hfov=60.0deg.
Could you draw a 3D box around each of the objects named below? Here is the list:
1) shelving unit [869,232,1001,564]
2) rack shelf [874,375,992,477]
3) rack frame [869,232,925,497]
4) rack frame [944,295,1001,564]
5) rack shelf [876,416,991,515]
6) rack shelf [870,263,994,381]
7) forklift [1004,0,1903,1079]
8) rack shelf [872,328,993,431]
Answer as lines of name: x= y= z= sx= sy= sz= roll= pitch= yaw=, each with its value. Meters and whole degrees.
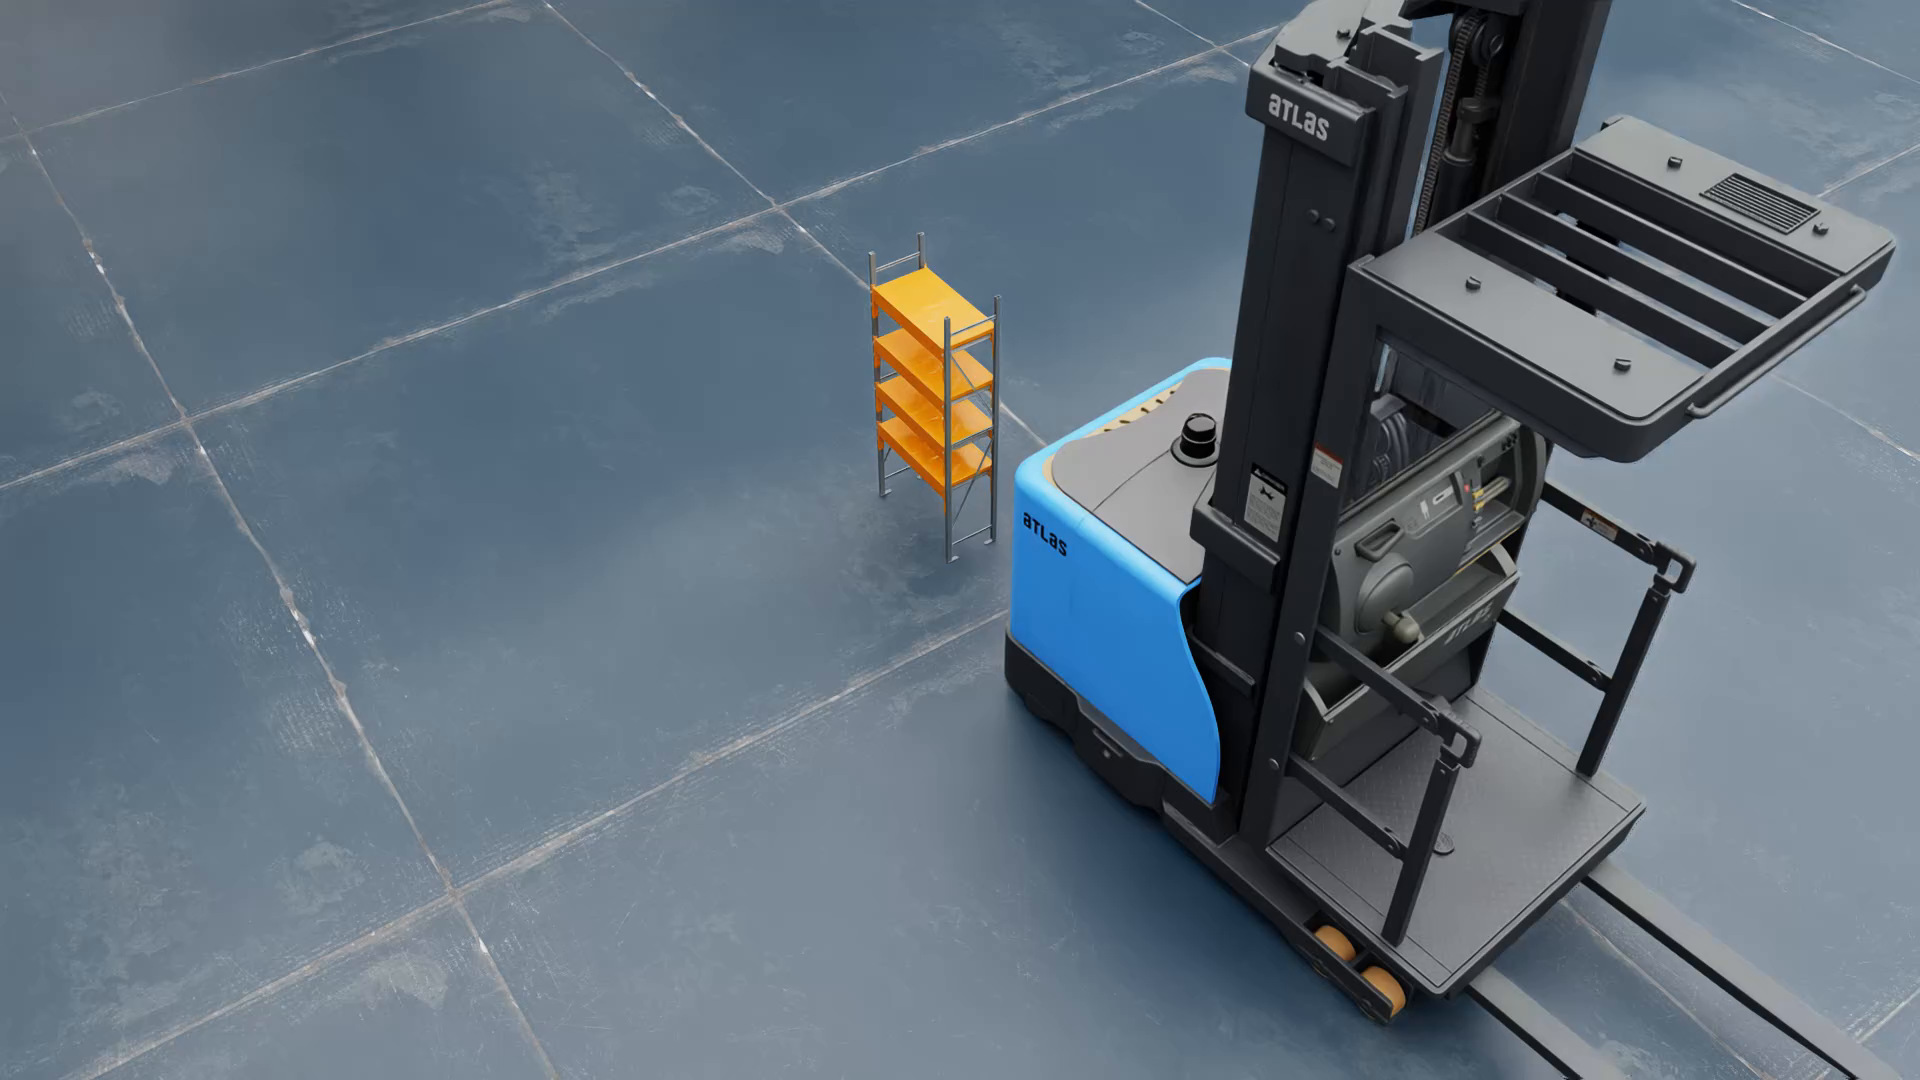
shelving unit: x=-0.095 y=-0.528 z=6.434 sx=0.258 sy=1.200 sz=0.503 roll=-26 pitch=49 yaw=-24
rack shelf: x=-0.095 y=-0.479 z=6.480 sx=0.258 sy=0.148 sz=0.480 roll=-26 pitch=49 yaw=-24
rack frame: x=-0.234 y=-0.666 z=6.579 sx=0.240 sy=1.200 sz=0.015 roll=-26 pitch=49 yaw=-24
rack frame: x=0.045 y=-0.390 z=6.289 sx=0.240 sy=1.200 sz=0.015 roll=-26 pitch=49 yaw=-24
rack shelf: x=-0.095 y=-0.335 z=6.617 sx=0.258 sy=0.148 sz=0.480 roll=-26 pitch=49 yaw=-24
rack shelf: x=-0.095 y=-0.812 z=6.163 sx=0.258 sy=0.148 sz=0.480 roll=-26 pitch=49 yaw=-24
forklift: x=1.498 y=0.035 z=4.591 sx=1.130 sy=2.935 sz=3.031 roll=-30 pitch=51 yaw=-28
rack shelf: x=-0.095 y=-0.641 z=6.326 sx=0.258 sy=0.148 sz=0.480 roll=-26 pitch=49 yaw=-24
